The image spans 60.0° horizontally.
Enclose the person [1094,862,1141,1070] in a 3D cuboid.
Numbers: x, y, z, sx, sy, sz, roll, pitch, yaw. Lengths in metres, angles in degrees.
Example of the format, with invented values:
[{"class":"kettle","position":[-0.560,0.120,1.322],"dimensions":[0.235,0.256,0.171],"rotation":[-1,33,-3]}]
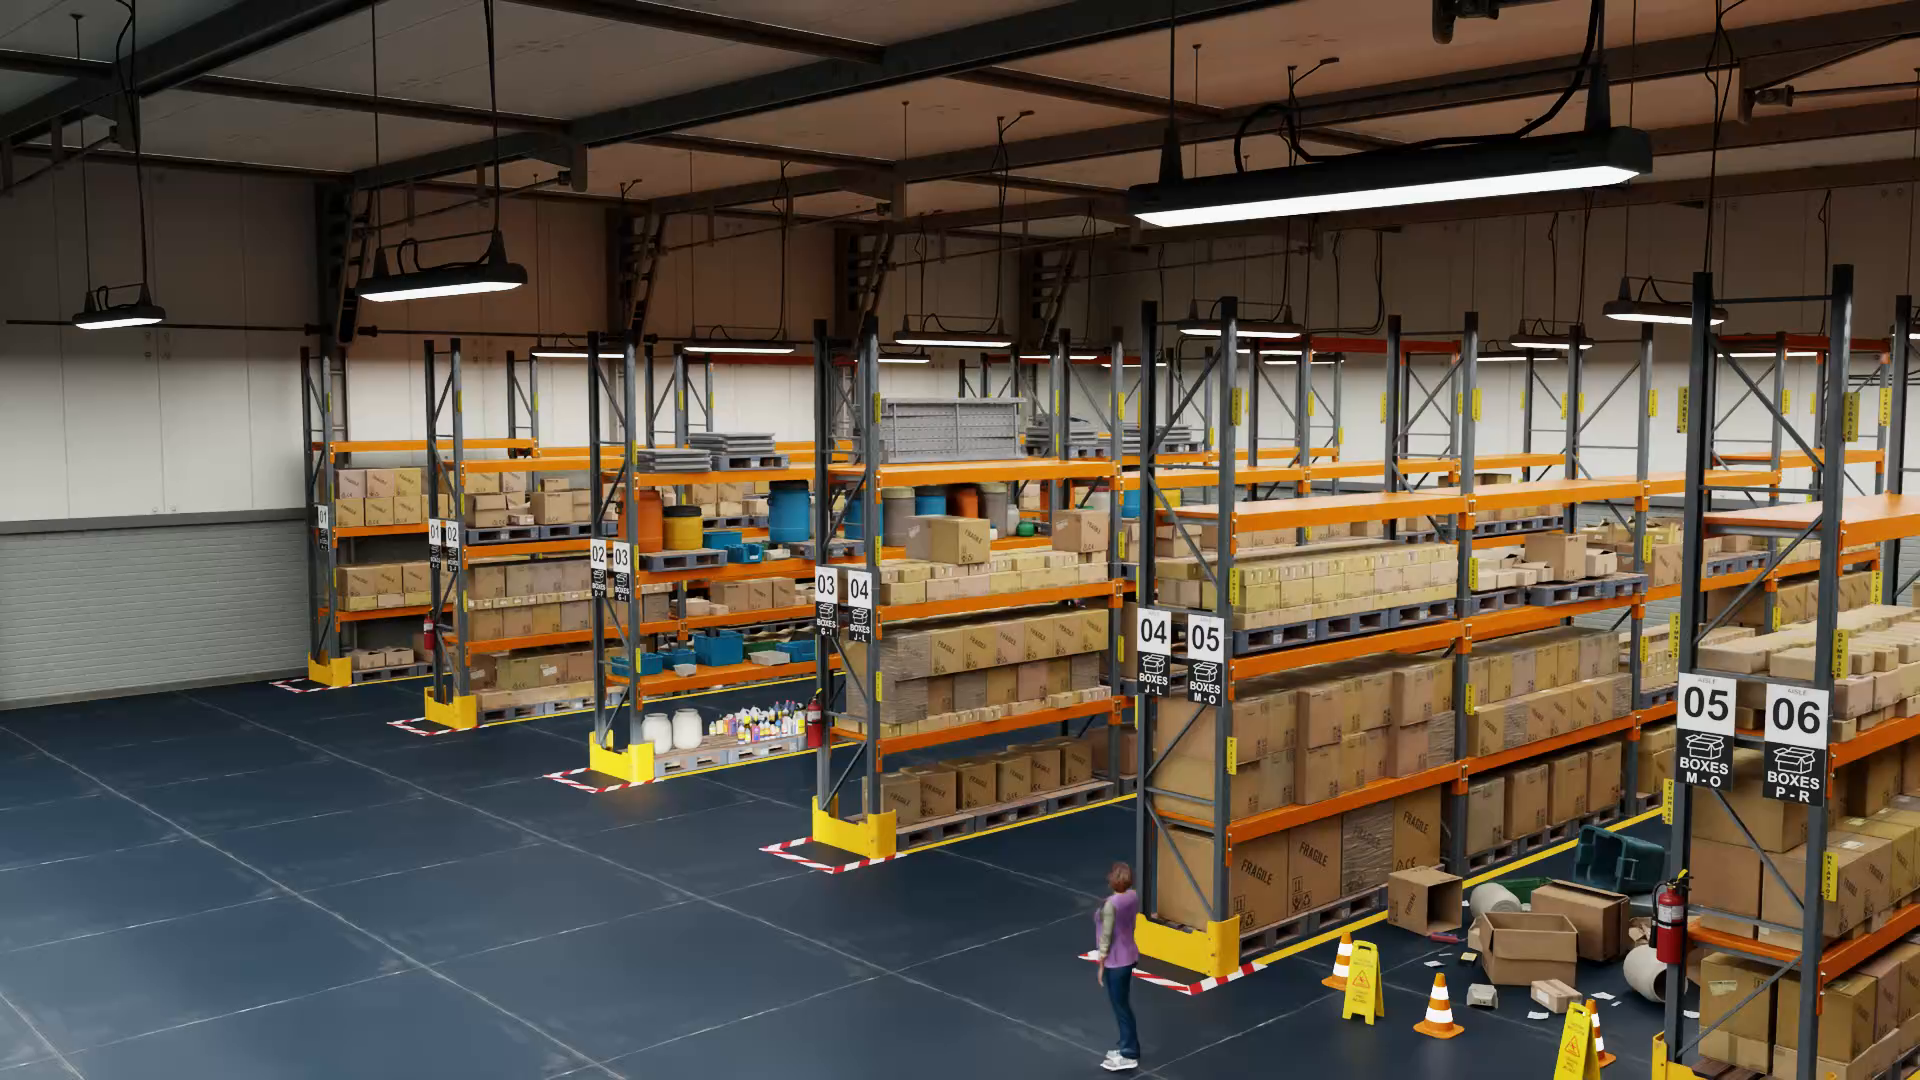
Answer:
[{"class":"person","position":[1.220,3.255,12.756],"dimensions":[0.361,1.621,0.483],"rotation":[2,5,21]}]

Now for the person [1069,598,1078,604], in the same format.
[{"class":"person","position":[1.899,1.465,31.999],"dimensions":[0.559,1.738,0.972],"rotation":[5,7,44]}]
